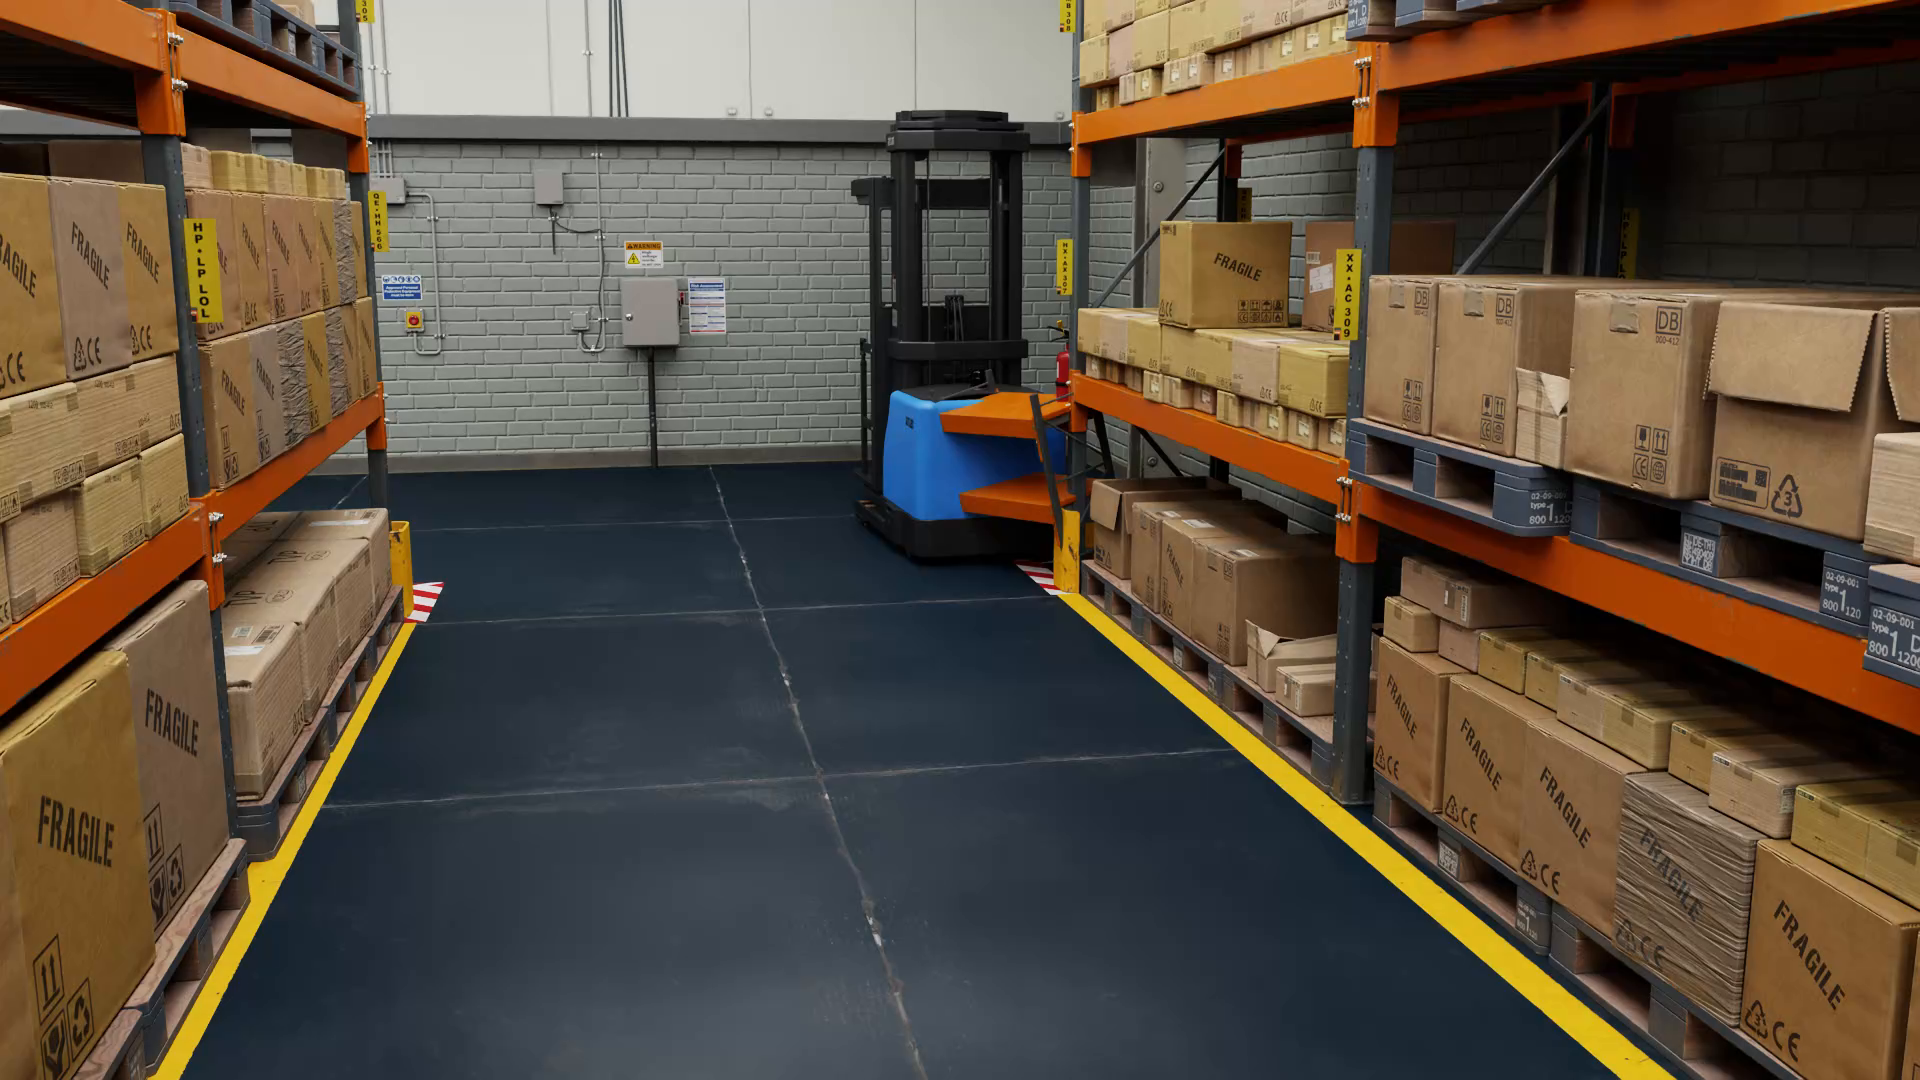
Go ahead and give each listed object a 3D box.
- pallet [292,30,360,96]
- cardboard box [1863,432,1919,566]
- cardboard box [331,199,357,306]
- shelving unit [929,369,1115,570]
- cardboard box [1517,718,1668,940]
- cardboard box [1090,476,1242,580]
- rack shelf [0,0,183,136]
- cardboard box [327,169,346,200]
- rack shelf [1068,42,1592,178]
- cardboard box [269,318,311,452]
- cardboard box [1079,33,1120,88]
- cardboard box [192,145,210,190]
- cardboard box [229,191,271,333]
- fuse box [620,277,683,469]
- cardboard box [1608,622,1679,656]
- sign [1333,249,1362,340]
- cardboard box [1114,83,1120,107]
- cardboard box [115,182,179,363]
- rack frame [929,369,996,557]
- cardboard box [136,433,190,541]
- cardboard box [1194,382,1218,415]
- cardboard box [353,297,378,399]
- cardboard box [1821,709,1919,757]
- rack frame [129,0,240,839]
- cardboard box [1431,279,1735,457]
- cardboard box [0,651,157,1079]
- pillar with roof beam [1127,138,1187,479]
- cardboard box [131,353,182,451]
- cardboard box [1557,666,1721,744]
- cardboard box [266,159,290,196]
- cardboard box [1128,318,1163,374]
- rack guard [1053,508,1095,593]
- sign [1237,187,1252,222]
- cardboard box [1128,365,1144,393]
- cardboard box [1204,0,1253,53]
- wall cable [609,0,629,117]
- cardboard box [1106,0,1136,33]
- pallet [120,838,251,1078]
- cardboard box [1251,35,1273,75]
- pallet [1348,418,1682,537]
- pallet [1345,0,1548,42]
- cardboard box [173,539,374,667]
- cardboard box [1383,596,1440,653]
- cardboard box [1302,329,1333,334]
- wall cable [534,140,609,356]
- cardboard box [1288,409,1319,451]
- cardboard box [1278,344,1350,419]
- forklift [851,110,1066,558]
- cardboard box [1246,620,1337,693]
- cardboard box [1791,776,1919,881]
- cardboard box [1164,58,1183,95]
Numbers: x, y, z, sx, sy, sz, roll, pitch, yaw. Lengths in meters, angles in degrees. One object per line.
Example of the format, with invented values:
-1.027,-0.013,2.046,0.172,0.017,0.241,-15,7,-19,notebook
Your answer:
-3.556,-2.330,8.128,1.003,0.211,1.213,-2,11,-11,pallet
2.191,-0.064,3.286,0.500,0.250,0.500,-3,11,-14,cardboard box
-3.252,-1.401,8.093,0.500,0.500,0.500,-2,11,-11,cardboard box
0.425,-0.452,10.456,0.538,1.125,1.048,-23,19,-32,shelving unit
2.015,0.825,4.903,0.500,0.500,0.500,-2,11,-13,cardboard box
1.184,-0.081,9.652,0.797,0.503,0.637,-3,11,-13,cardboard box
-2.543,-1.055,3.118,1.077,0.370,4.000,-2,11,-11,rack shelf
-3.238,-1.746,8.169,0.380,0.149,0.250,-2,11,-12,cardboard box
1.547,-1.970,7.925,1.077,0.370,4.000,-2,11,-11,rack shelf
-2.951,-0.630,6.718,0.500,0.500,0.500,-2,11,-11,cardboard box
0.976,-2.671,9.291,0.500,0.250,0.500,-2,11,-12,cardboard box
-2.805,-1.274,5.693,0.380,0.149,0.250,-2,11,-10,cardboard box
-2.879,-1.031,6.149,0.500,0.500,0.500,-2,11,-12,cardboard box
-2.741,-1.485,14.923,0.539,1.711,0.414,-2,11,-11,fuse box
2.402,0.370,5.560,0.380,0.149,0.250,-2,11,-10,cardboard box
1.405,-0.887,6.019,0.100,0.325,0.005,-2,11,-11,sign
1.069,-2.452,9.209,0.380,0.149,0.250,-2,11,-10,cardboard box
-2.599,-0.769,4.773,0.500,0.500,0.500,-2,11,-9,cardboard box
0.124,-0.502,10.862,0.500,1.125,0.032,-23,19,-32,rack frame
-2.598,-0.155,4.889,0.500,0.250,0.500,-2,11,-12,cardboard box
1.344,-0.692,7.983,0.380,0.149,0.250,-2,11,-11,cardboard box
-3.357,-1.005,8.690,0.500,0.500,0.500,-2,11,-11,cardboard box
2.603,0.561,4.556,0.380,0.149,0.250,-3,11,-13,cardboard box
-2.932,-0.302,5.259,1.000,3.000,0.127,-2,11,-11,rack frame
1.911,-0.546,5.154,0.700,0.500,0.500,-2,11,-10,cardboard box
-2.550,0.812,3.967,0.875,0.875,0.875,-2,11,-9,cardboard box
-2.705,-4.534,11.452,9.100,9.000,0.400,-2,11,-11,pillar with roof beam
-2.608,-0.401,4.848,0.500,0.250,0.500,-2,11,-11,cardboard box
2.014,0.487,4.941,0.380,0.149,0.250,-2,11,-11,cardboard box
-3.017,-1.508,6.920,0.380,0.149,0.250,-2,11,-11,cardboard box
1.182,-1.011,8.589,0.500,0.250,0.500,-2,11,-12,cardboard box
1.173,0.025,10.226,1.175,0.500,0.348,-2,11,-11,rack guard
1.706,-1.957,10.014,0.100,0.325,0.005,-2,11,-11,sign
1.122,-0.882,8.981,0.380,0.149,0.250,-2,11,-9,cardboard box
1.397,-2.297,7.328,0.500,0.250,0.500,-2,11,-10,cardboard box
-1.615,-5.155,14.613,2.988,3.039,0.133,-2,11,-11,wall cable
1.078,-2.824,8.755,0.500,0.250,0.500,-2,11,-11,cardboard box
-2.708,1.207,4.790,1.003,0.211,1.213,-2,11,-11,pallet
1.445,-2.028,6.978,0.380,0.149,0.250,-2,11,-11,cardboard box
1.984,-0.238,5.438,1.003,0.211,1.213,-2,11,-11,pallet
1.994,-1.742,5.306,1.213,0.211,1.003,-2,11,-11,pallet
-3.297,0.302,7.816,0.875,0.438,0.875,-2,11,-9,cardboard box
1.745,0.296,5.948,0.380,0.149,0.250,-2,11,-8,cardboard box
1.902,-0.842,7.705,0.500,0.250,0.500,-2,11,-10,cardboard box
-3.441,-2.621,14.729,0.588,1.984,0.122,-2,11,-11,wall cable
1.554,-0.456,6.740,0.380,0.149,0.250,-2,11,-9,cardboard box
1.598,-0.640,6.641,0.500,0.250,0.500,-2,11,-10,cardboard box
-0.161,-1.553,12.019,1.130,2.935,3.031,-3,11,-15,forklift
1.470,0.497,7.252,0.396,0.266,0.258,-2,11,-9,cardboard box
2.222,0.678,3.940,0.380,0.149,0.250,-2,11,-12,cardboard box
1.195,-2.215,7.961,0.380,0.149,0.250,-2,11,-11,cardboard box
